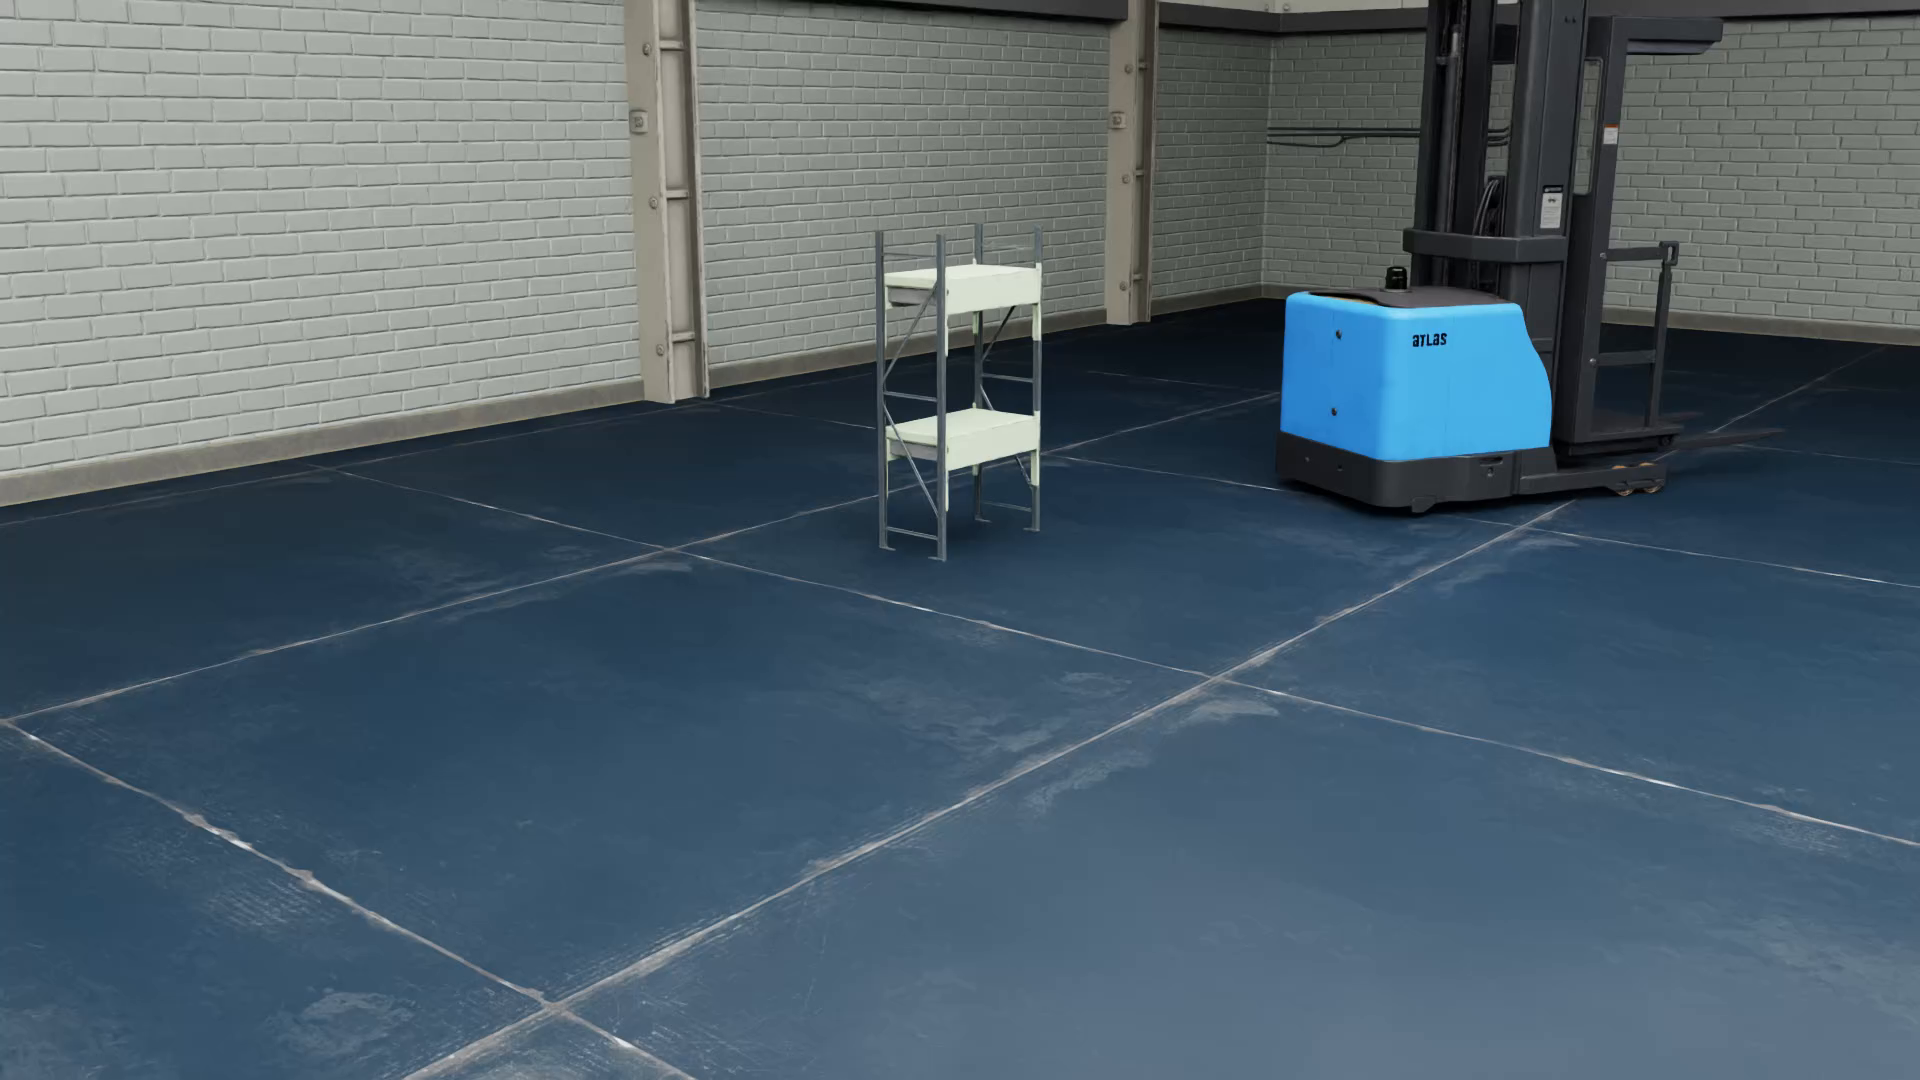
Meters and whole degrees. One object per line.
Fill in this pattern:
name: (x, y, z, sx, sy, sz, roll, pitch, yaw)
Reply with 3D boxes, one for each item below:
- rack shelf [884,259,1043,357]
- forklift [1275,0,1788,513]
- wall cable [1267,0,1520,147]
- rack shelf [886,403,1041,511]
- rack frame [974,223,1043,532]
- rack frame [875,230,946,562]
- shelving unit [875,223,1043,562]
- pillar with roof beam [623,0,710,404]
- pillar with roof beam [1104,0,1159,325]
rack shelf: (0.004, -1.106, 7.847, 0.431, 0.370, 0.720, 11, 18, 38)
forklift: (3.334, -1.774, 9.154, 3.031, 2.935, 1.130, -6, 15, -23)
wall cable: (4.564, -5.408, 17.443, 3.097, 2.526, 0.112, 11, 18, 38)
rack shelf: (0.004, -0.412, 8.024, 0.431, 0.370, 0.720, 11, 18, 38)
rack frame: (0.234, -0.798, 8.219, 0.400, 1.500, 0.023, 11, 18, 38)
rack frame: (-0.226, -0.658, 7.667, 0.400, 1.500, 0.023, 11, 18, 38)
shelving unit: (0.004, -0.728, 7.943, 0.431, 1.500, 0.755, 11, 18, 38)
pillar with roof beam: (1.262, -4.739, 8.500, 9.100, 9.000, 0.400, 11, 18, 38)
pillar with roof beam: (5.033, -5.888, 13.023, 9.100, 9.000, 0.400, 11, 18, 38)
